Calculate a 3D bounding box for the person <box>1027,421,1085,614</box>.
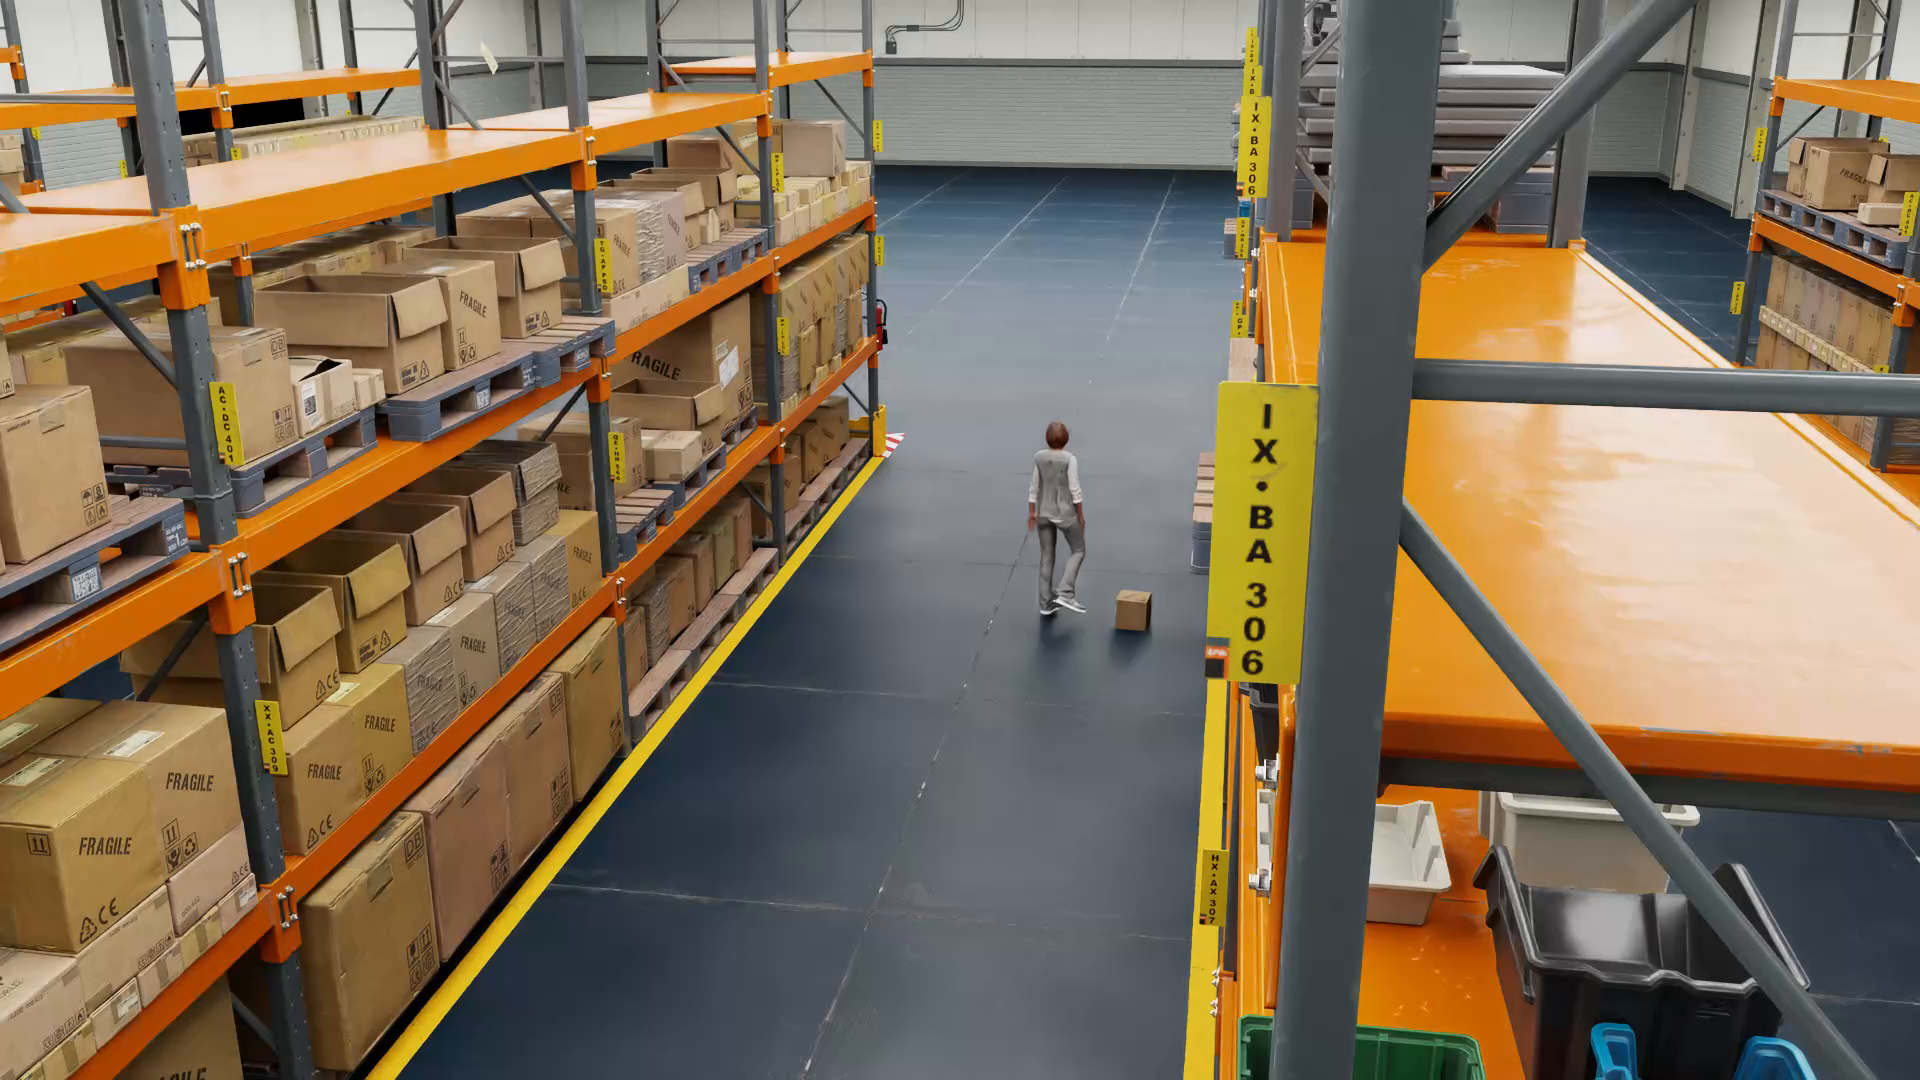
[{"bbox_3d":[0.801,-0.169,13.538,0.545,1.586,0.409,10,20,27],"label":"person"}]
